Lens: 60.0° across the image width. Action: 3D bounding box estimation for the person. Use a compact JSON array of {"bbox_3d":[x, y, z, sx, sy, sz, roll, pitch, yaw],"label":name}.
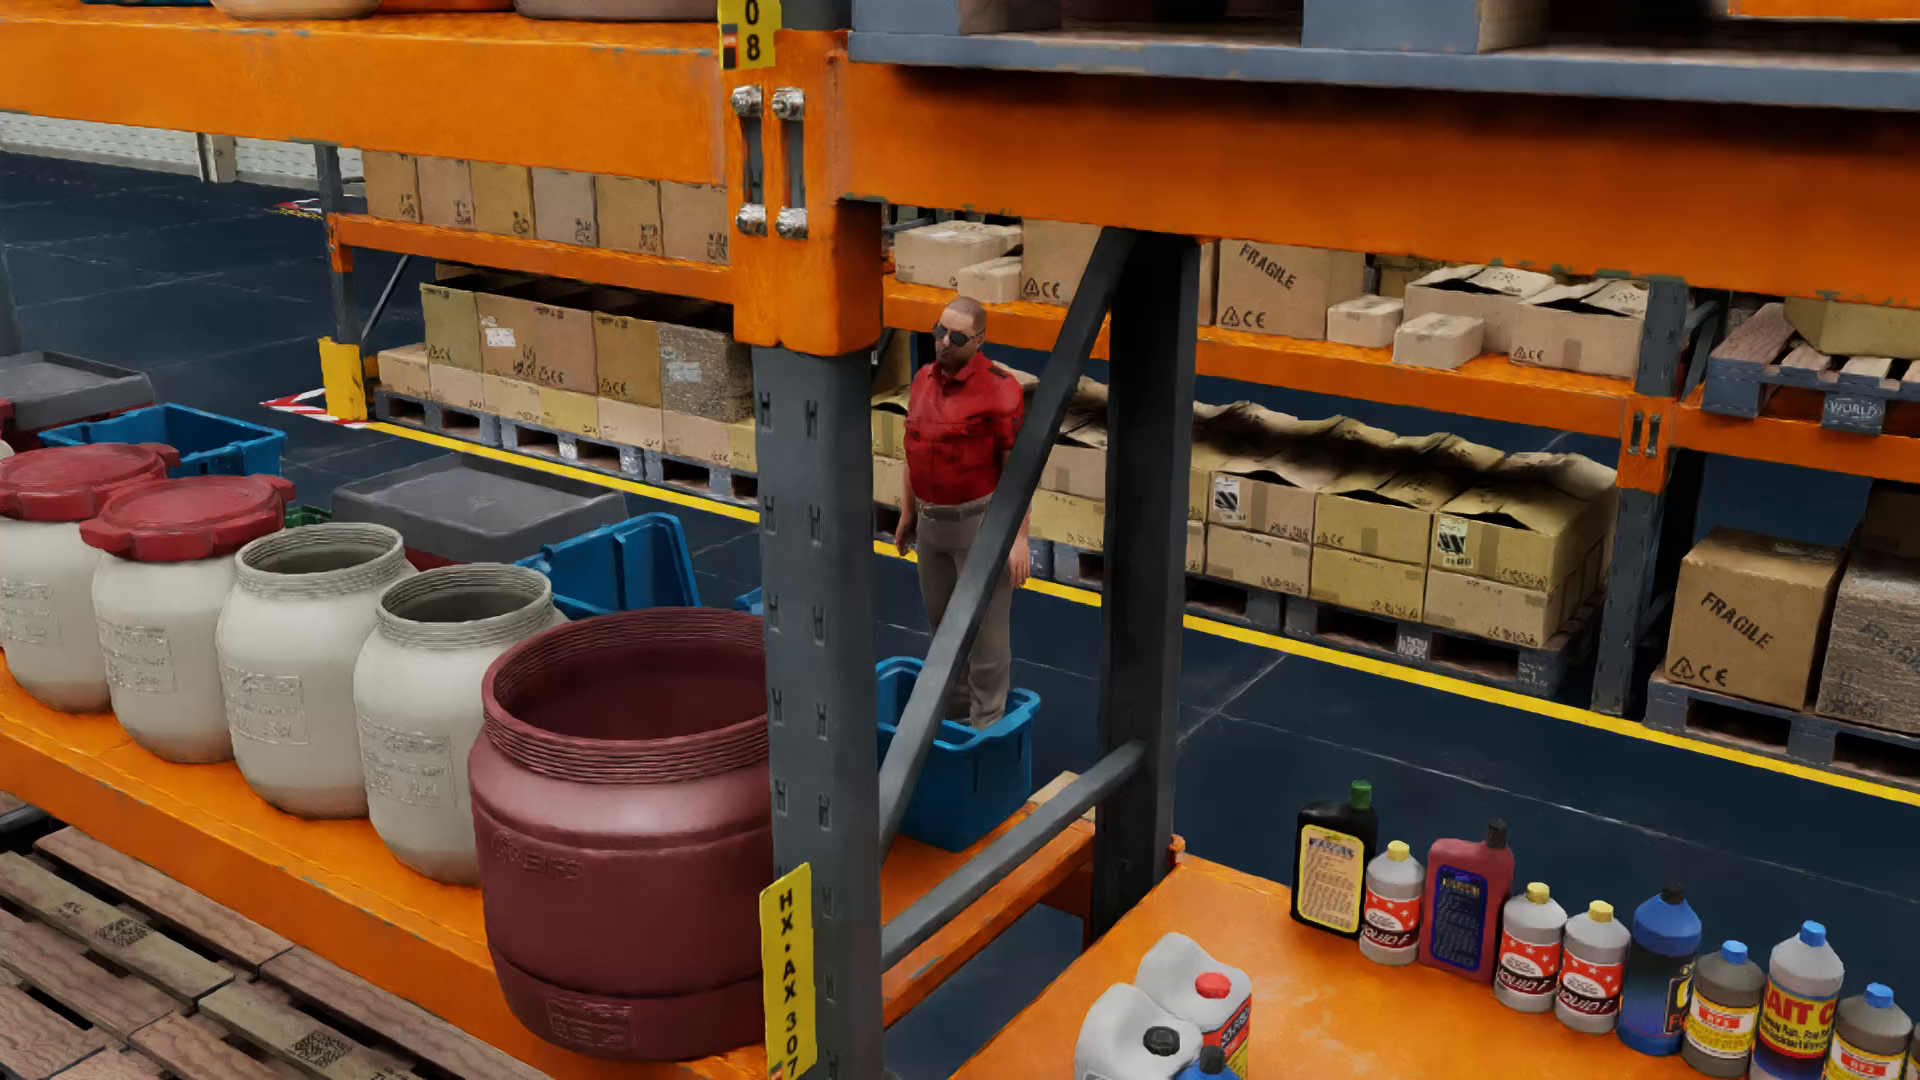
[{"bbox_3d":[-0.006,-0.030,6.117,0.651,1.733,0.439,19,27,42],"label":"person"}]
